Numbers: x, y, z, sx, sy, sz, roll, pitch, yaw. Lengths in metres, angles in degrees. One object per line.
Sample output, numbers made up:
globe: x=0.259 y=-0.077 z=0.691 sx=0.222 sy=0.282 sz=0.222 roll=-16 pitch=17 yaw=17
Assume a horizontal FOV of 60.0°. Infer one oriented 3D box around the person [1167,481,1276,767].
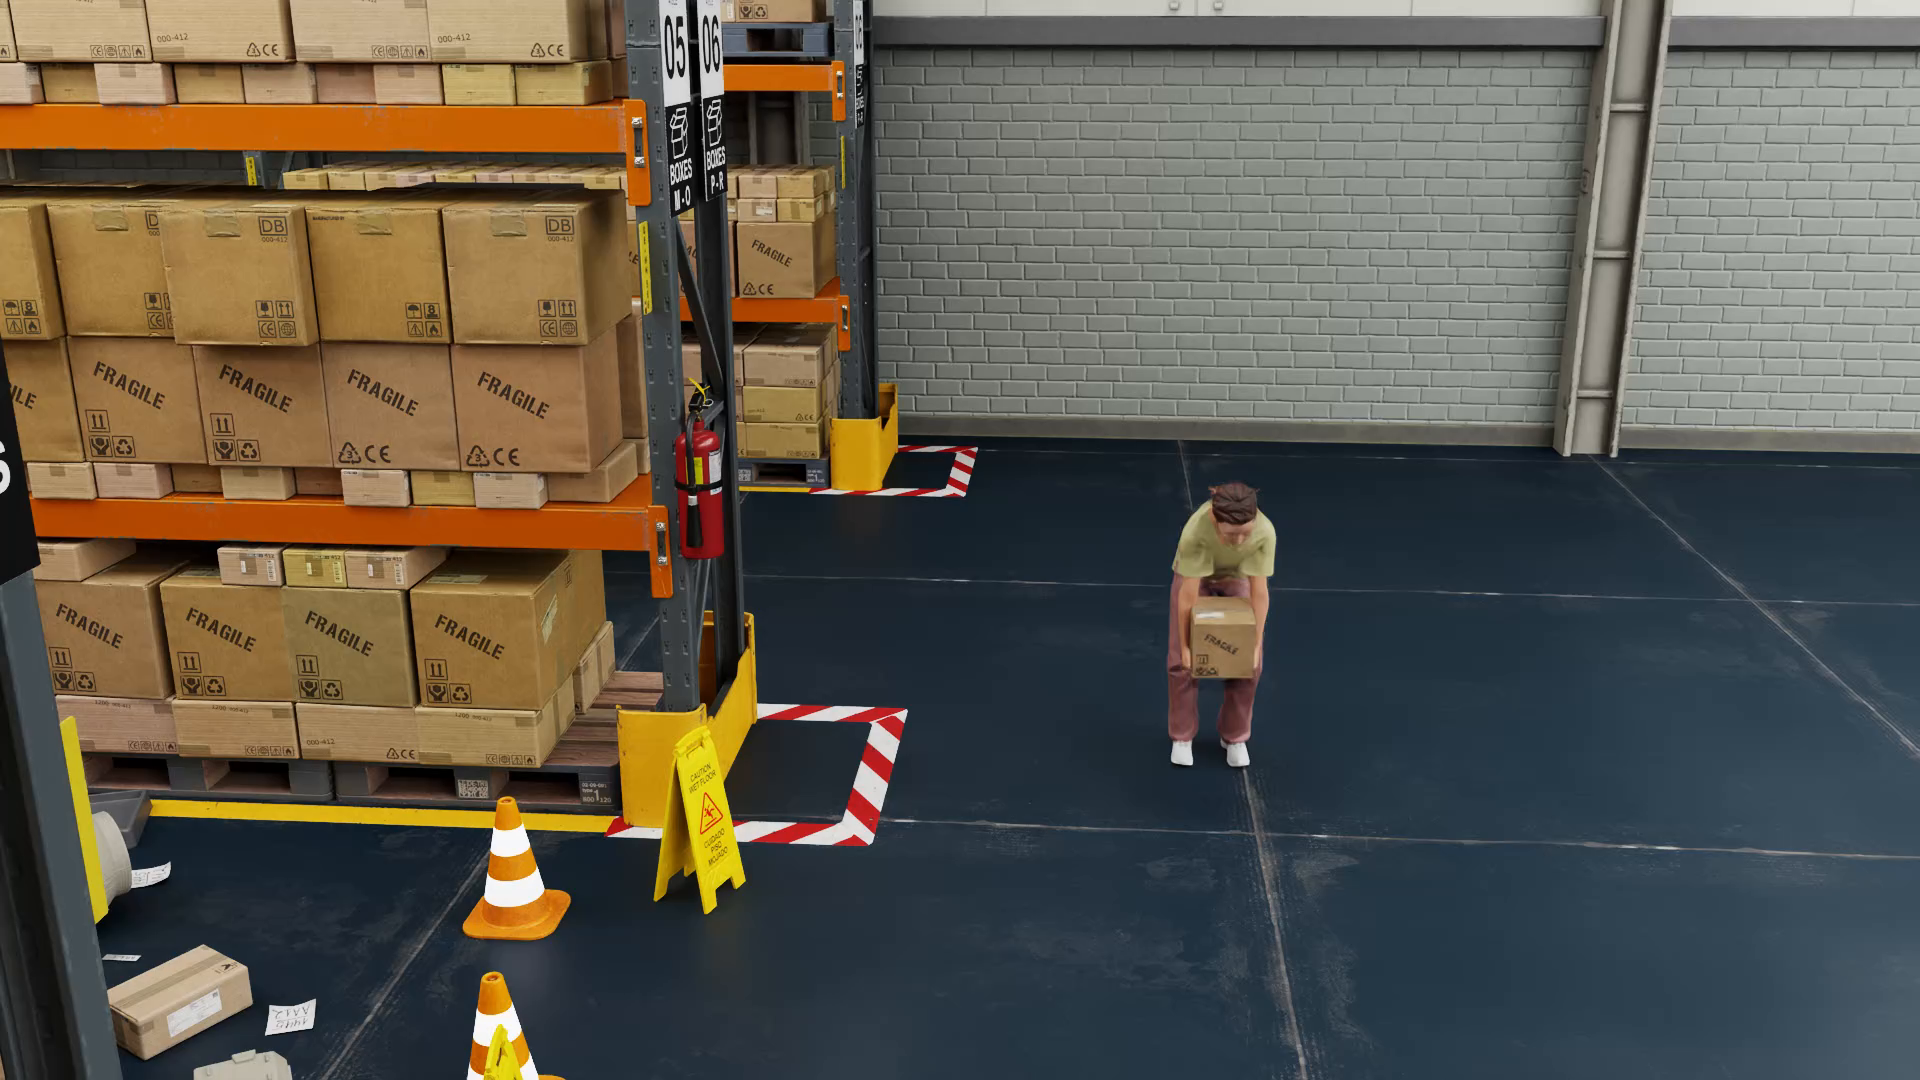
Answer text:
person: x=1.086 y=0.350 z=6.945 sx=0.407 sy=1.379 sz=0.777 roll=1 pitch=18 yaw=3
